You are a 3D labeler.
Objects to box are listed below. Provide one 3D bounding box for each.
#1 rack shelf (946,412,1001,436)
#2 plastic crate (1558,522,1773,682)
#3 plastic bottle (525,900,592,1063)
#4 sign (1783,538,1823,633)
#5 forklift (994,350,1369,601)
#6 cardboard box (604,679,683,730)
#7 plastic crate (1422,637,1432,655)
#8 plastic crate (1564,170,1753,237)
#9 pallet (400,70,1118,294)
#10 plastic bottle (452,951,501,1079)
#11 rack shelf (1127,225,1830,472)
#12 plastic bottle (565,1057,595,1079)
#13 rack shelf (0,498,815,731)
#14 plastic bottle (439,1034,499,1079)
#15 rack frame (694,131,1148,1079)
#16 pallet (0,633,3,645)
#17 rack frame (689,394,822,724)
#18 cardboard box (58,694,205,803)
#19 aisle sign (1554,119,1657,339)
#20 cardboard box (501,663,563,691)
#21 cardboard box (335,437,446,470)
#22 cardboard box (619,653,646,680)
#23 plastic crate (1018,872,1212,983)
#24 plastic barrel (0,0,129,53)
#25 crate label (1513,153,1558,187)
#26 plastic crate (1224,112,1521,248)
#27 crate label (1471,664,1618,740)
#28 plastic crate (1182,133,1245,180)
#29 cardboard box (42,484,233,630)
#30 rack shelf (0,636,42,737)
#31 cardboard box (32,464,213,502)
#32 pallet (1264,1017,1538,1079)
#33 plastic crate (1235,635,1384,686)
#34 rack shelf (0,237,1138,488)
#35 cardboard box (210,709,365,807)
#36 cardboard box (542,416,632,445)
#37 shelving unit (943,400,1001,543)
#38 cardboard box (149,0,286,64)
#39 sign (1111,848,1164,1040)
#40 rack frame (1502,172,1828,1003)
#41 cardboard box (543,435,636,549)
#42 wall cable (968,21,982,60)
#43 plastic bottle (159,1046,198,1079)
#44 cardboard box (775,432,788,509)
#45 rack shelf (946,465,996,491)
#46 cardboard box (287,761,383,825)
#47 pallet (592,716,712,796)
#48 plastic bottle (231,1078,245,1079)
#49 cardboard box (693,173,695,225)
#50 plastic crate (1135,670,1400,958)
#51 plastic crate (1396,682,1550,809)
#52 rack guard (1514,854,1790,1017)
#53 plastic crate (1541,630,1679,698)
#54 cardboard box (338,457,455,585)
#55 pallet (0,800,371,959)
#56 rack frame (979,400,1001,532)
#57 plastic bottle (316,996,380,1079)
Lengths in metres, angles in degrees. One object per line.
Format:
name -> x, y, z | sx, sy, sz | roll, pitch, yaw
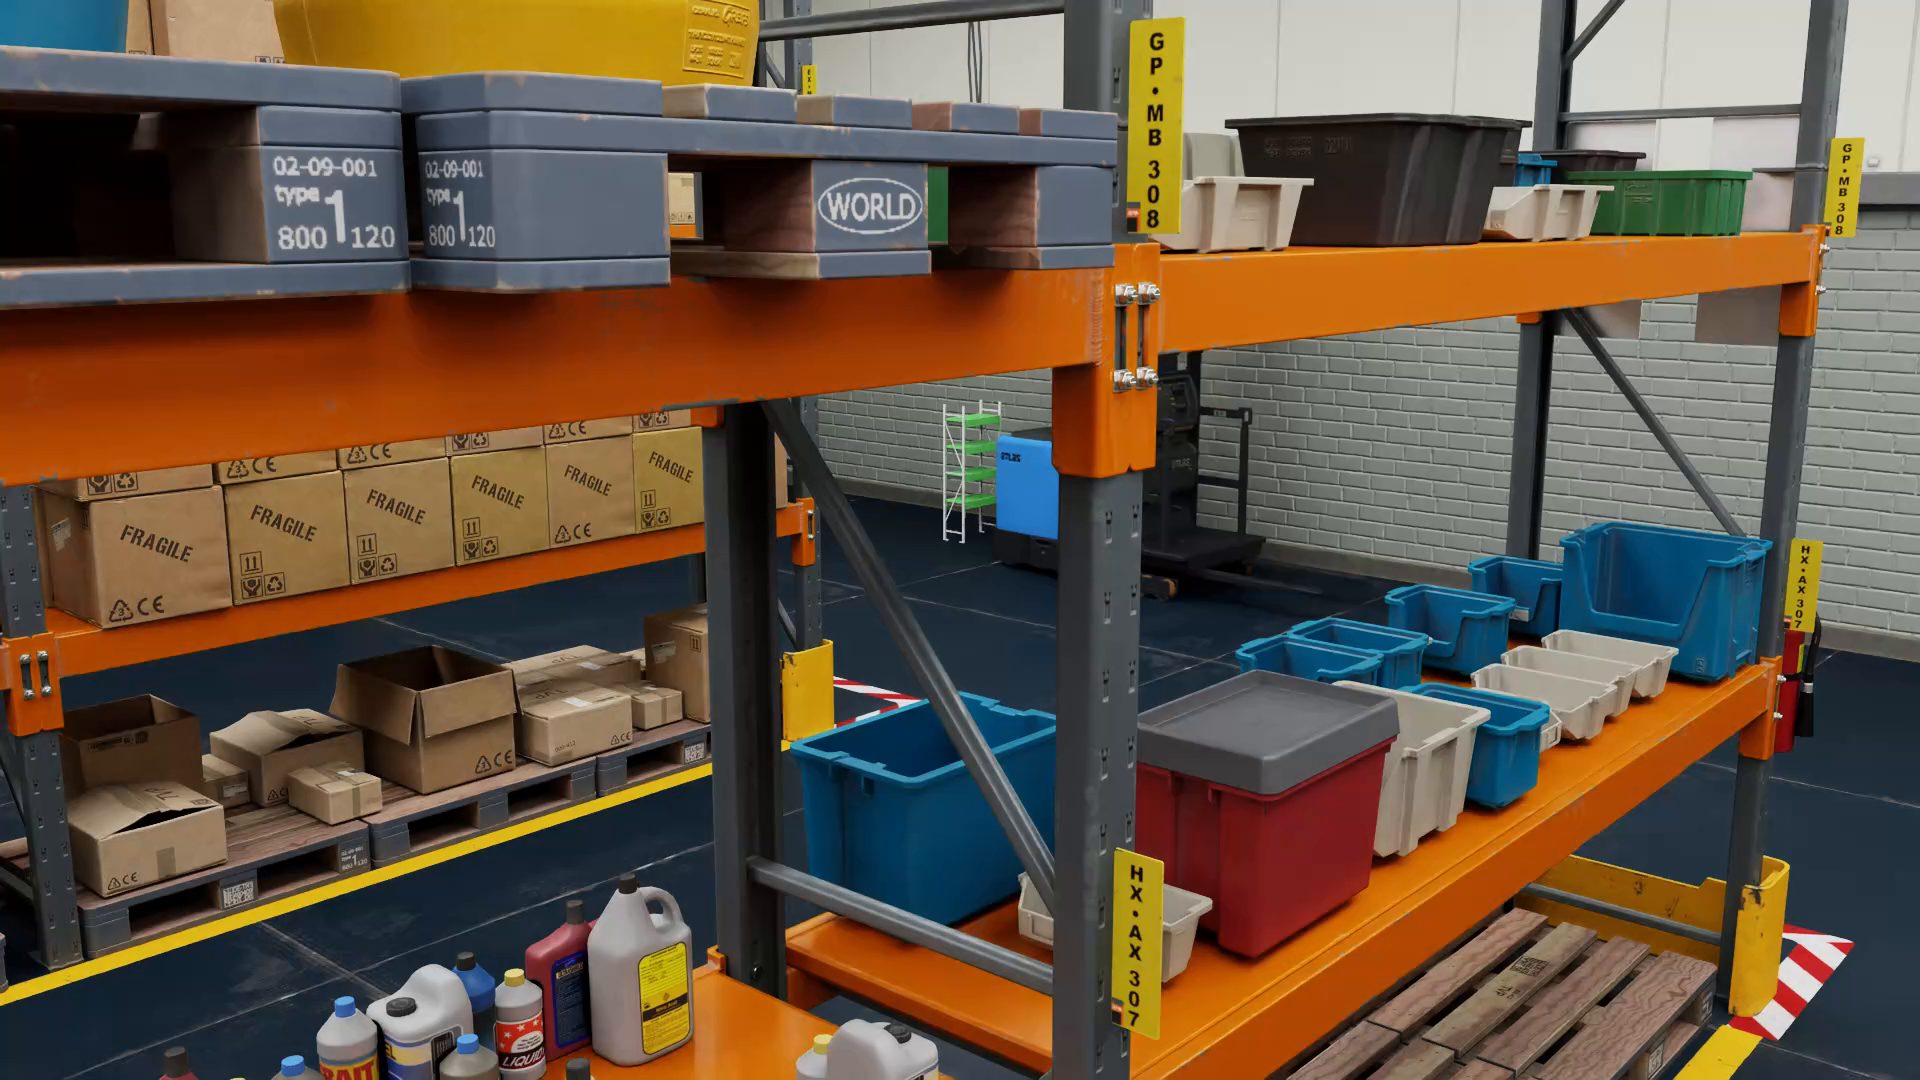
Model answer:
rack shelf -> 0.109, -1.021, 14.634 | 0.258, 0.148, 0.480 | 10, 15, 40
plastic crate -> 2.453, 0.198, 5.818 | 0.616, 0.435, 0.499 | 10, 15, 40
plastic bottle -> -0.758, 0.836, 3.167 | 0.061, 0.283, 0.133 | 10, 15, 40
sign -> 2.957, 0.160, 5.834 | 0.100, 0.325, 0.005 | 10, 15, 40
forklift -> 1.682, -1.098, 12.726 | 3.031, 2.935, 1.130 | 11, 16, 43
cardboard box -> -1.694, 0.864, 8.838 | 0.380, 0.166, 0.250 | 10, 15, 40
plastic crate -> 1.401, 0.401, 5.563 | 0.250, 0.136, 0.298 | 10, 15, 40
plastic crate -> 2.097, -1.014, 5.010 | 0.450, 0.188, 0.336 | 10, 15, 40
pallet -> -0.551, -0.490, 2.332 | 1.213, 0.211, 1.003 | 10, 15, 40
plastic bottle -> -0.884, 0.875, 3.000 | 0.097, 0.271, 0.097 | 0, 11, 0
rack shelf -> 1.213, -0.652, 4.498 | 1.077, 0.370, 4.000 | 10, 15, 40
plastic bottle -> -0.576, 0.943, 2.457 | 0.144, 0.351, 0.185 | 10, 15, 40
rack shelf -> -2.505, 0.177, 8.001 | 1.077, 0.370, 4.000 | 10, 15, 40
plastic bottle -> -0.834, 0.943, 2.837 | 0.097, 0.201, 0.097 | 0, 11, 0
rack frame -> -0.107, 0.760, 3.248 | 1.000, 3.000, 0.127 | 10, 15, 40
pallet -> -6.183, 0.564, 11.347 | 1.003, 0.211, 1.213 | 10, 15, 40
rack frame -> -1.185, -0.470, 9.404 | 1.000, 3.000, 0.127 | 10, 15, 40
cardboard box -> -3.662, 1.009, 7.262 | 0.500, 0.500, 0.500 | 10, 15, 40
aisle sign -> 2.358, -1.152, 6.185 | 0.394, 0.787, 0.004 | 10, 15, 40
cardboard box -> -2.417, 0.854, 8.676 | 0.500, 0.250, 0.500 | 10, 15, 40
cardboard box -> -2.623, -0.605, 7.273 | 0.500, 0.500, 0.500 | 9, 15, 39
cardboard box -> -1.885, 0.758, 9.368 | 0.380, 0.166, 0.250 | 10, 15, 40
plastic crate -> 0.308, 0.810, 3.518 | 0.396, 0.136, 0.243 | 10, 15, 40
plastic barrel -> -1.119, -0.892, 1.508 | 0.600, 0.901, 0.708 | 10, 15, 40
crate label -> 1.682, -1.133, 5.445 | 0.408, 0.251, 0.502 | 10, 15, 40
plastic crate -> 0.919, -0.794, 3.705 | 0.497, 0.269, 0.590 | 10, 15, 40
crate label -> 1.763, 0.500, 5.071 | 0.396, 0.136, 0.243 | 10, 15, 40
plastic crate -> 0.839, -0.955, 4.480 | 0.437, 0.282, 0.530 | 10, 15, 40
cardboard box -> -3.284, 0.030, 6.647 | 0.500, 0.500, 0.500 | 10, 15, 42
rack shelf -> -5.146, 0.766, 5.054 | 1.077, 0.370, 4.000 | 10, 15, 40
cardboard box -> -3.303, -0.453, 6.514 | 0.500, 0.500, 0.500 | 10, 15, 42
pallet -> 1.154, 1.834, 4.991 | 1.003, 0.211, 1.213 | 10, 15, 40
plastic crate -> 1.056, 0.456, 5.045 | 0.416, 0.233, 0.300 | 10, 15, 40
rack shelf -> -1.427, -0.064, 1.551 | 1.077, 0.370, 4.000 | 10, 15, 40
cardboard box -> -3.167, 0.991, 7.833 | 0.500, 0.311, 0.500 | 10, 15, 40
cardboard box -> -1.944, -0.757, 8.033 | 0.500, 0.500, 0.500 | 10, 15, 42
shelving unit -> 0.109, -0.613, 14.716 | 0.258, 1.200, 0.503 | 10, 15, 40
cardboard box -> -3.097, -2.023, 6.715 | 0.700, 0.500, 0.500 | 10, 15, 40
sign -> 0.305, 0.696, 2.863 | 0.100, 0.325, 0.005 | 10, 15, 40
rack frame -> 2.533, 0.171, 6.195 | 1.000, 3.000, 0.127 | 10, 15, 40
cardboard box -> -1.949, -0.268, 8.139 | 0.500, 0.500, 0.500 | 10, 15, 41
wall cable -> 1.126, -5.441, 14.013 | 3.097, 2.526, 0.112 | 10, 15, 40
plastic bottle -> -1.256, 0.947, 2.611 | 0.061, 0.283, 0.133 | 10, 15, 40
cardboard box -> -1.276, -0.417, 8.888 | 0.500, 0.500, 0.500 | 10, 15, 42
rack shelf -> 0.109, -0.550, 14.728 | 0.258, 0.148, 0.480 | 10, 15, 40
cardboard box -> -2.822, 1.130, 7.504 | 0.380, 0.166, 0.250 | 10, 15, 40
pallet -> -1.761, 1.027, 9.033 | 1.003, 0.211, 1.213 | 10, 15, 40
plastic bottle -> -1.166, 0.972, 2.693 | 0.097, 0.201, 0.097 | 0, 11, 0
cardboard box -> -1.326, -1.757, 8.576 | 0.500, 0.250, 0.500 | 10, 15, 40
plastic crate -> 0.671, 0.600, 3.731 | 0.402, 0.464, 0.583 | 10, 15, 40
plastic crate -> 1.370, 0.559, 4.526 | 0.416, 0.233, 0.300 | 10, 15, 40
rack guard -> 2.540, 1.392, 6.465 | 1.175, 0.500, 0.348 | 10, 15, 40
plastic crate -> 2.131, 0.415, 5.497 | 0.396, 0.136, 0.243 | 10, 15, 40
cardboard box -> -2.617, -0.119, 7.393 | 0.500, 0.500, 0.500 | 10, 15, 40
pallet -> -3.371, 1.386, 7.236 | 1.003, 0.211, 1.213 | 10, 15, 40
rack frame -> 0.270, -0.649, 14.895 | 0.240, 1.200, 0.015 | 10, 15, 40
plastic bottle -> -1.037, 0.909, 2.829 | 0.097, 0.271, 0.097 | 0, 11, 0
